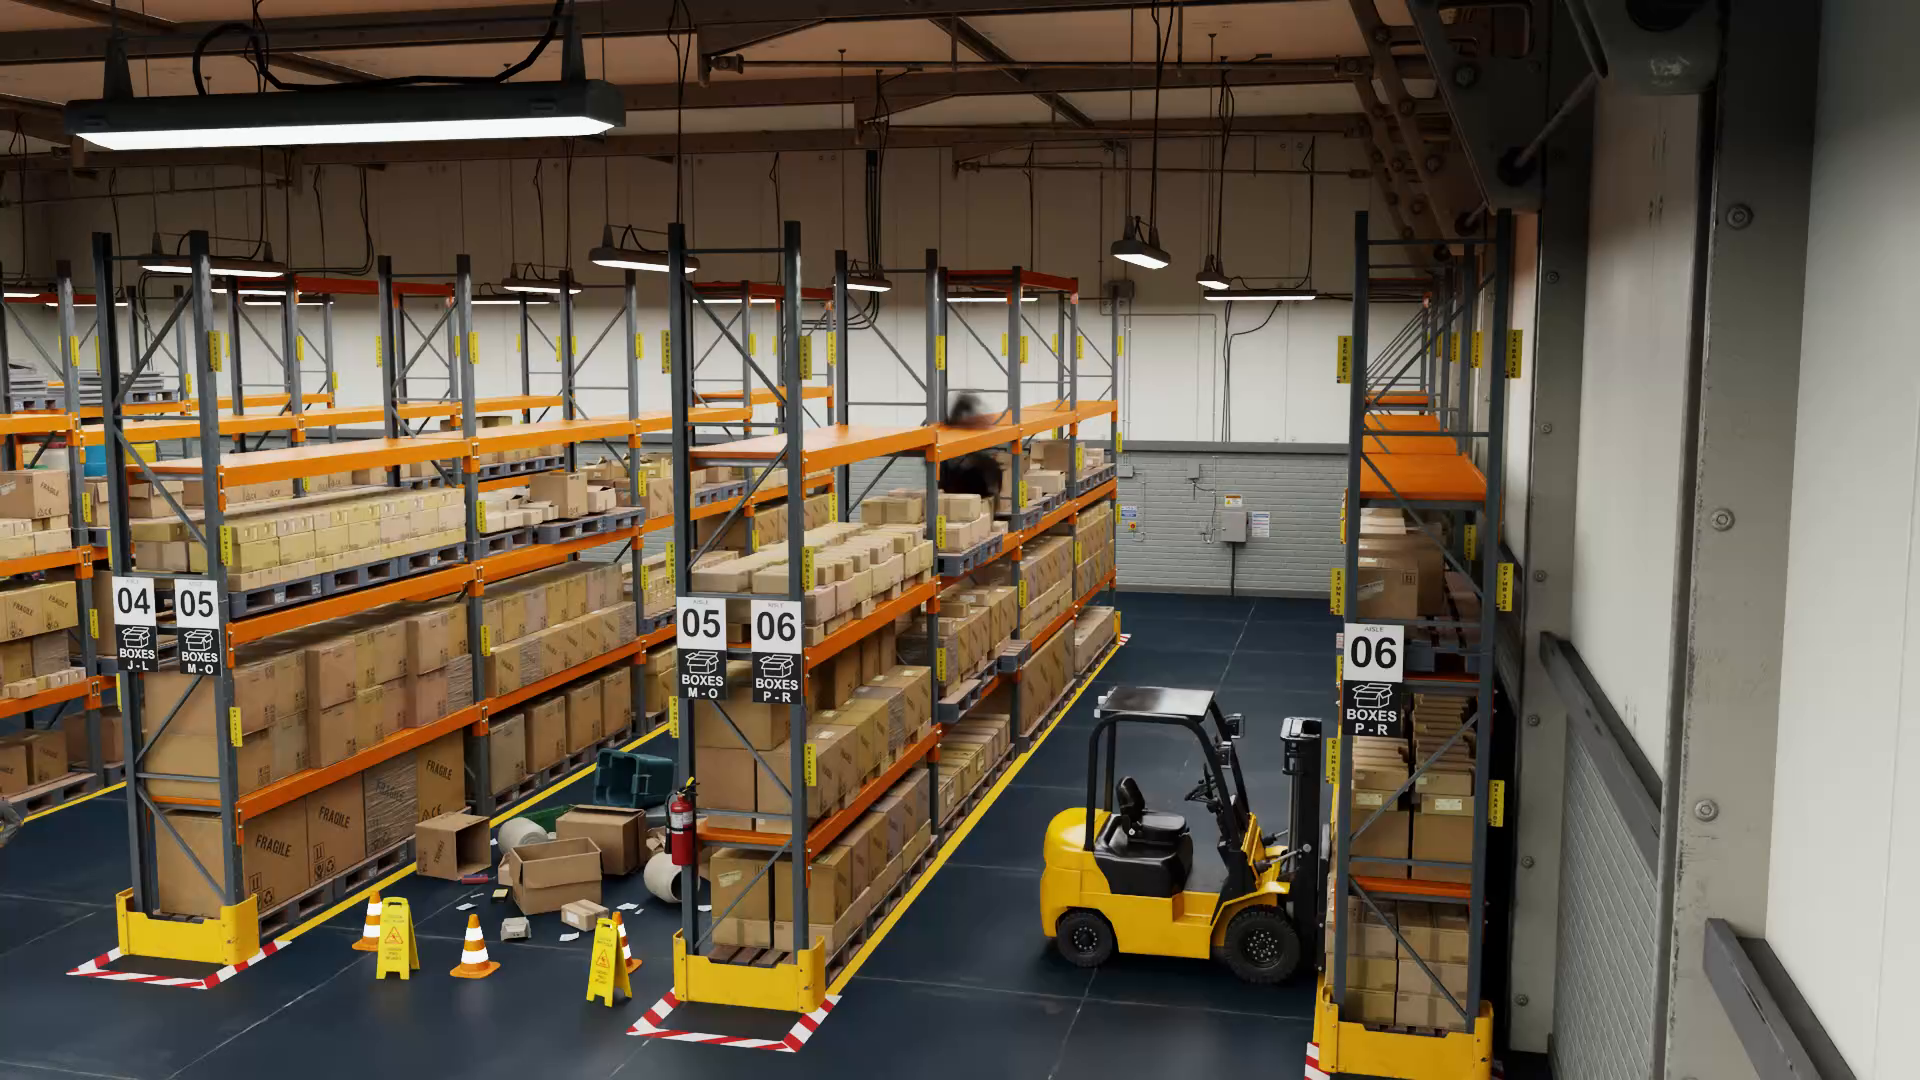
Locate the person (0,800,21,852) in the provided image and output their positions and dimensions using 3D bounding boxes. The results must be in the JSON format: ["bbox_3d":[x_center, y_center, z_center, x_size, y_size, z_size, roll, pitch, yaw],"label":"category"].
[{"bbox_3d":[-8.043,2.684,13.508,0.678,1.712,0.890,-1,7,-7],"label":"person"}]
